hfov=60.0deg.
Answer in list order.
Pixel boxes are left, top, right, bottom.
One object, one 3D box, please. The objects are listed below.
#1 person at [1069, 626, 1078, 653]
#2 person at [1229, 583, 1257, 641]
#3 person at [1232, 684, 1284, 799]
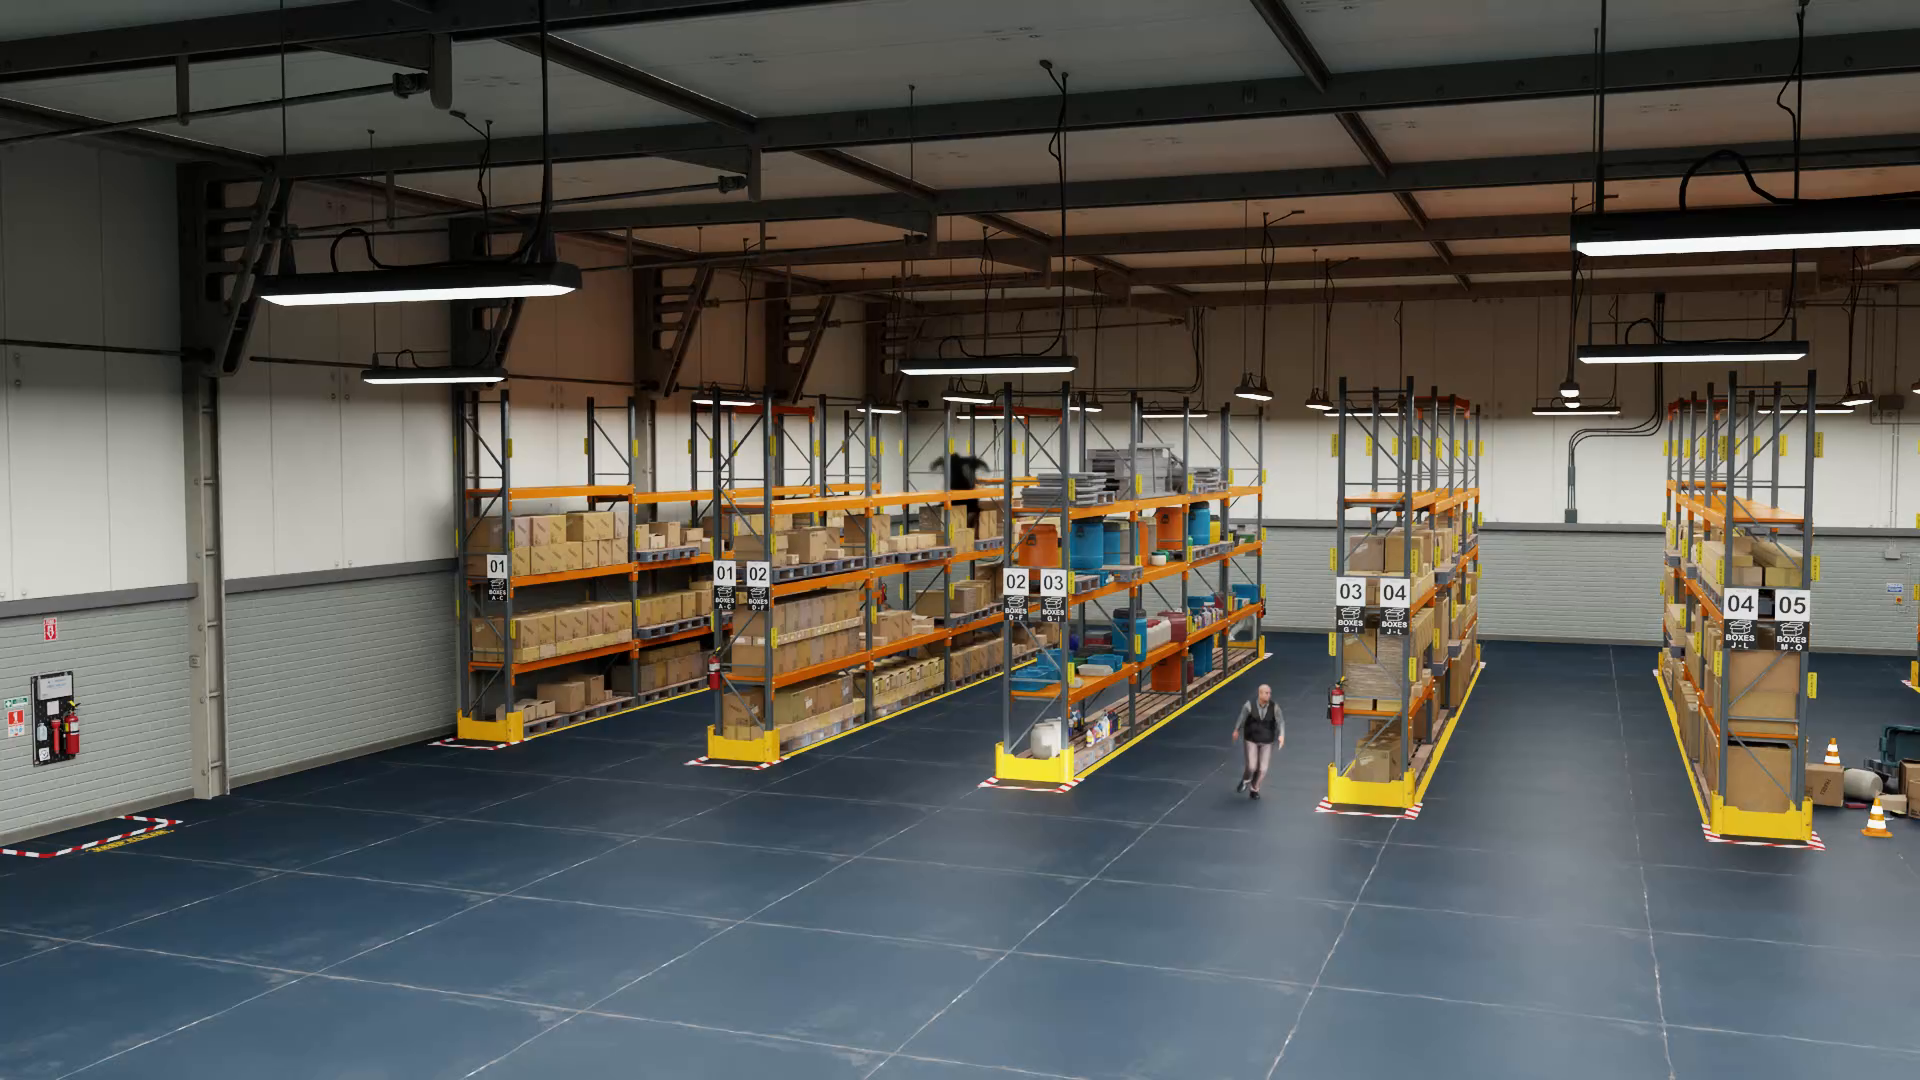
[{"bbox_3d":[2.401,2.391,33.436,0.561,1.395,0.967,3,4,42],"label":"person"},{"bbox_3d":[7.299,1.883,42.489,1.004,1.627,0.605,2,4,33],"label":"person"},{"bbox_3d":[4.239,2.860,23.564,0.640,1.659,0.773,0,3,-1],"label":"person"}]
